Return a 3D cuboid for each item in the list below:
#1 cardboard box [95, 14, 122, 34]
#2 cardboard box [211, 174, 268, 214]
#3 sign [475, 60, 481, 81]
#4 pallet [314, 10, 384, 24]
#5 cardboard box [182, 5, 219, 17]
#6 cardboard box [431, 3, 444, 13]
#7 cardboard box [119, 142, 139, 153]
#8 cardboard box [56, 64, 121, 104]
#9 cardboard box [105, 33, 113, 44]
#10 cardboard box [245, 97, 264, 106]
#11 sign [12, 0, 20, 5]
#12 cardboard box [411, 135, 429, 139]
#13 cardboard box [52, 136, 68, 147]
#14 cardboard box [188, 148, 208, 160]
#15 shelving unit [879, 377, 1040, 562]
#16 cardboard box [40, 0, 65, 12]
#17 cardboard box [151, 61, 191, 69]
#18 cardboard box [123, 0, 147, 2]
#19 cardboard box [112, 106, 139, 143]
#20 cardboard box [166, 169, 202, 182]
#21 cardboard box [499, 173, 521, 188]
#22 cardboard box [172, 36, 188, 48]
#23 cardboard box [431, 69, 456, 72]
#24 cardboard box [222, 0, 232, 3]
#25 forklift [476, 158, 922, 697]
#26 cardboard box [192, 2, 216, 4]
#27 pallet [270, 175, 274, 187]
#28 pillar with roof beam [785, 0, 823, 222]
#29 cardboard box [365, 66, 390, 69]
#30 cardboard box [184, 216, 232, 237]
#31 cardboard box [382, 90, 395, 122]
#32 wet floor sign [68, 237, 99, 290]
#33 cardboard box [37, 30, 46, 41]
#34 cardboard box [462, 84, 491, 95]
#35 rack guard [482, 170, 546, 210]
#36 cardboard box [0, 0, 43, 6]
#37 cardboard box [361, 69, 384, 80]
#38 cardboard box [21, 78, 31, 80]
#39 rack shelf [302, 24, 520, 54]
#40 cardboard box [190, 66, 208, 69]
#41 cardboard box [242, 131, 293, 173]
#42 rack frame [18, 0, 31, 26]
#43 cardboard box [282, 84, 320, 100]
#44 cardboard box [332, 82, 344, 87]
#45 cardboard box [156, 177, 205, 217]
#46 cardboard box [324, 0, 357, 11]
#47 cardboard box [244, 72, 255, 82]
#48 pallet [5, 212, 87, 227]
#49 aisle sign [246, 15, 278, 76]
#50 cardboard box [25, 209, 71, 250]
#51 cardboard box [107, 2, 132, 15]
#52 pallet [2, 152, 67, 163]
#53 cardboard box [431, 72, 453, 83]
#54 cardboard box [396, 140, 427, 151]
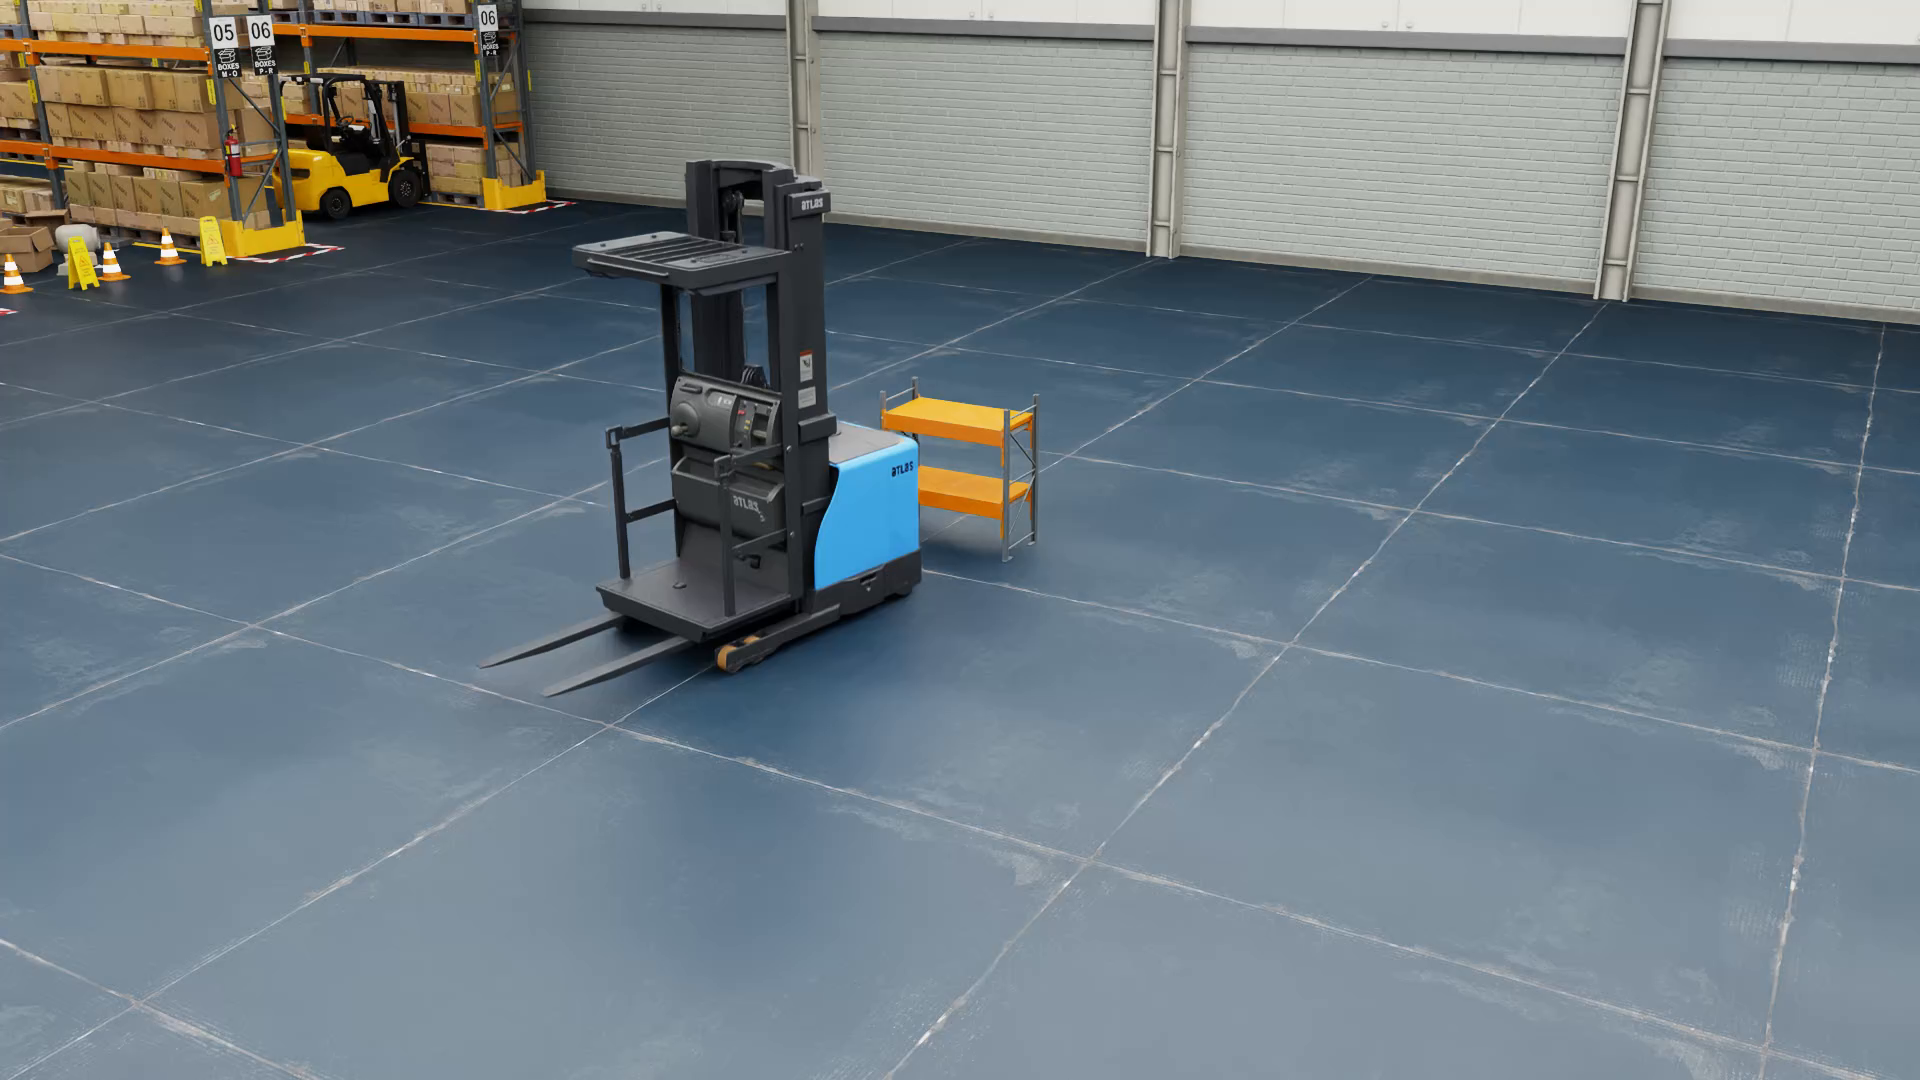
[{"bbox_3d":[-11.781,-7.282,23.427,0.500,0.250,0.500,11,23,28],"label":"cardboard box"},{"bbox_3d":[-10.457,-5.023,24.131,0.500,0.500,0.500,10,22,26],"label":"cardboard box"},{"bbox_3d":[-7.726,-7.520,26.653,0.005,0.325,0.100,11,23,27],"label":"sign"},{"bbox_3d":[-10.184,-8.924,28.298,1.213,0.211,1.003,11,23,27],"label":"pallet"},{"bbox_3d":[-10.306,-7.181,22.563,0.250,0.149,0.380,11,23,28],"label":"cardboard box"},{"bbox_3d":[-8.321,-8.608,26.903,0.250,0.149,0.380,10,22,26],"label":"cardboard box"},{"bbox_3d":[-11.894,-5.696,24.037,0.250,0.149,0.380,11,23,27],"label":"cardboard box"},{"bbox_3d":[-12.645,-6.639,24.218,0.500,0.500,0.700,11,23,28],"label":"cardboard box"},{"bbox_3d":[-11.858,-7.121,23.567,0.250,0.149,0.380,11,23,28],"label":"cardboard box"},{"bbox_3d":[-12.369,-7.798,29.684,0.500,0.250,0.500,11,23,28],"label":"cardboard box"},{"bbox_3d":[-13.626,-7.883,23.964,0.005,0.325,0.100,11,23,27],"label":"sign"},{"bbox_3d":[-9.533,-6.872,28.861,0.500,0.250,0.500,11,23,28],"label":"cardboard box"},{"bbox_3d":[-13.240,-5.945,24.724,0.250,0.149,0.380,11,23,27],"label":"cardboard box"},{"bbox_3d":[-10.573,-5.435,23.318,0.250,0.149,0.380,10,22,27],"label":"cardboard box"},{"bbox_3d":[-0.006,-0.530,12.176,1.048,1.125,0.538,11,23,27],"label":"shelving unit"},{"bbox_3d":[-13.002,-7.694,23.976,0.250,0.149,0.380,12,23,29],"label":"cardboard box"},{"bbox_3d":[-14.806,-8.731,31.273,0.500,0.500,0.500,12,23,30],"label":"cardboard box"},{"bbox_3d":[-11.810,-7.694,23.978,0.250,0.149,0.380,11,23,28],"label":"cardboard box"},{"bbox_3d":[-11.778,-6.000,23.923,0.500,0.500,0.500,11,23,28],"label":"cardboard box"},{"bbox_3d":[-11.046,-5.205,23.680,0.250,0.149,0.380,12,23,29],"label":"cardboard box"},{"bbox_3d":[-7.783,-6.069,28.113,0.500,0.250,0.500,11,23,28],"label":"cardboard box"},{"bbox_3d":[-10.548,-6.845,22.807,0.250,0.149,0.380,11,23,28],"label":"cardboard box"},{"bbox_3d":[-8.720,-7.883,28.165,0.250,0.149,0.380,10,22,26],"label":"cardboard box"},{"bbox_3d":[-12.723,-9.446,29.215,0.250,0.149,0.380,10,22,27],"label":"cardboard box"},{"bbox_3d":[-1.597,-0.760,10.163,1.130,2.935,3.031,16,25,37],"label":"forklift"},{"bbox_3d":[-10.493,-7.429,23.248,0.250,0.149,0.380,11,23,27],"label":"cardboard box"},{"bbox_3d":[-11.604,-6.489,29.945,1.213,0.211,1.003,11,23,27],"label":"pallet"},{"bbox_3d":[-4.479,-7.949,21.082,0.400,9.000,9.100,11,23,27],"label":"pillar with roof beam"},{"bbox_3d":[-10.079,-8.124,28.828,0.250,0.149,0.380,11,22,27],"label":"cardboard box"},{"bbox_3d":[-10.725,-4.509,23.813,0.500,0.250,0.500,11,23,27],"label":"cardboard box"},{"bbox_3d":[-9.347,-7.329,28.025,0.500,0.500,0.500,11,23,28],"label":"cardboard box"},{"bbox_3d":[-11.202,-3.533,21.159,0.232,0.644,0.267,7,21,18],"label":"wet floor sign"},{"bbox_3d":[-13.205,-7.377,24.272,0.250,0.149,0.380,10,22,26],"label":"cardboard box"},{"bbox_3d":[-7.889,-7.350,27.131,0.250,0.149,0.380,11,23,28],"label":"cardboard box"},{"bbox_3d":[-7.428,-5.845,27.745,0.348,0.500,1.175,11,23,27],"label":"rack guard"},{"bbox_3d":[-13.927,-8.041,24.607,0.500,0.250,0.500,11,23,29],"label":"cardboard box"},{"bbox_3d":[-9.894,-7.875,28.141,0.250,0.149,0.380,10,22,26],"label":"cardboard box"},{"bbox_3d":[-14.491,-6.928,25.866,0.500,0.500,0.500,11,22,27],"label":"cardboard box"},{"bbox_3d":[-9.195,-8.429,27.858,4.000,0.370,1.077,11,23,27],"label":"rack shelf"},{"bbox_3d":[-14.051,-8.713,30.887,0.250,0.149,0.380,12,23,29],"label":"cardboard box"},{"bbox_3d":[-12.733,-7.109,30.432,0.625,0.625,0.875,10,22,25],"label":"cardboard box"},{"bbox_3d":[-13.359,-9.031,24.065,0.127,3.000,1.000,11,23,27],"label":"rack frame"},{"bbox_3d":[-11.495,-7.859,29.119,0.500,0.250,0.500,10,22,26],"label":"cardboard box"},{"bbox_3d":[-10.564,-7.867,28.557,0.250,0.149,0.380,11,23,29],"label":"cardboard box"},{"bbox_3d":[-11.151,-4.944,23.914,0.500,0.500,0.500,12,23,29],"label":"cardboard box"},{"bbox_3d":[-10.334,-9.091,27.997,0.500,0.311,0.500,11,23,28],"label":"cardboard box"},{"bbox_3d":[-12.478,-8.236,29.572,0.250,0.149,0.380,11,23,28],"label":"cardboard box"},{"bbox_3d":[-14.039,-5.029,25.920,1.213,0.211,1.003,11,23,27],"label":"pallet"},{"bbox_3d":[-9.661,-6.850,23.037,0.004,0.787,0.394,11,23,27],"label":"aisle sign"},{"bbox_3d":[-13.087,-4.454,23.906,0.500,0.500,0.500,-7,21,-20],"label":"cardboard box"},{"bbox_3d":[-11.661,-7.426,23.238,0.250,0.149,0.380,11,23,29],"label":"cardboard box"},{"bbox_3d":[-18.525,-7.823,33.623,1.213,0.211,1.003,11,23,27],"label":"pallet"},{"bbox_3d":[-8.518,-7.643,27.503,0.250,0.149,0.380,11,23,28],"label":"cardboard box"},{"bbox_3d":[-9.336,-6.633,28.203,0.500,0.250,0.500,10,22,26],"label":"cardboard box"}]
